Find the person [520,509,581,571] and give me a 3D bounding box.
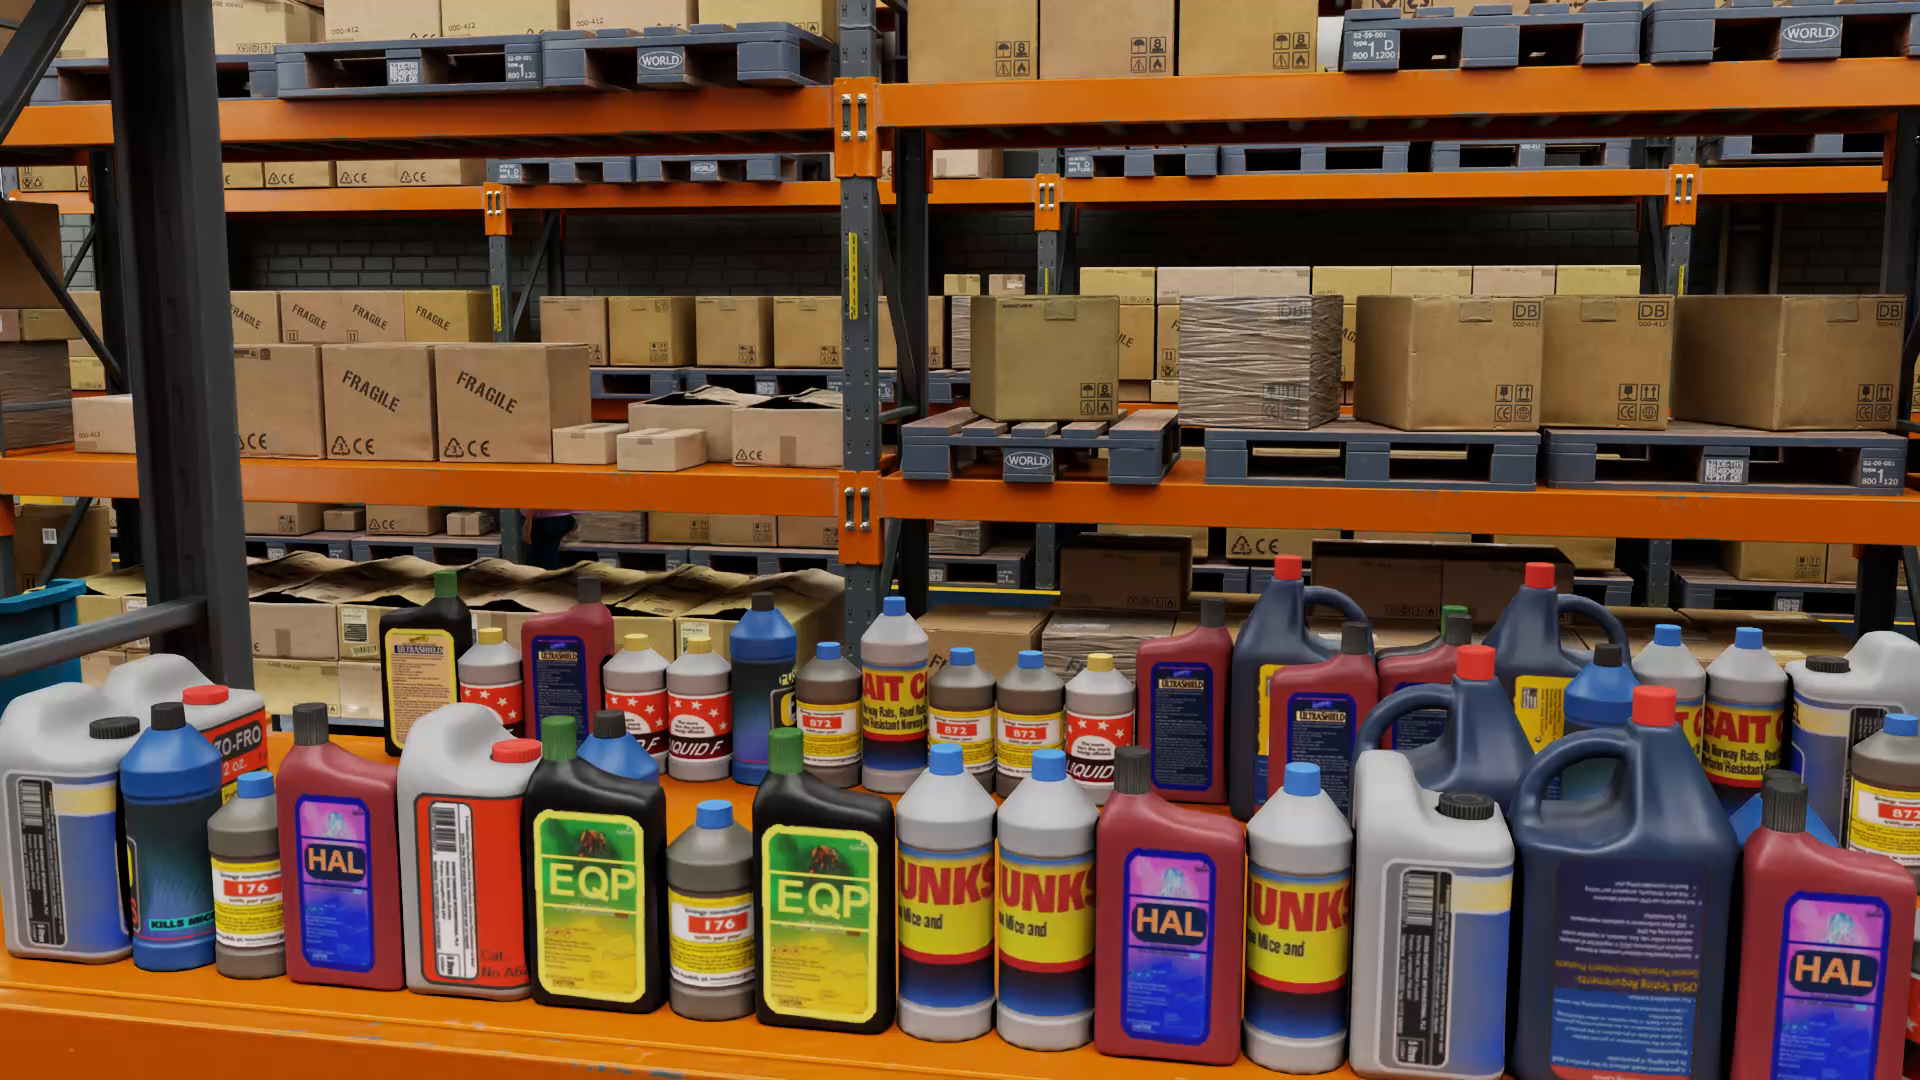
[{"bbox_3d":[-2.225,-0.123,9.016,0.435,1.596,0.448,2,8,14],"label":"person"}]
